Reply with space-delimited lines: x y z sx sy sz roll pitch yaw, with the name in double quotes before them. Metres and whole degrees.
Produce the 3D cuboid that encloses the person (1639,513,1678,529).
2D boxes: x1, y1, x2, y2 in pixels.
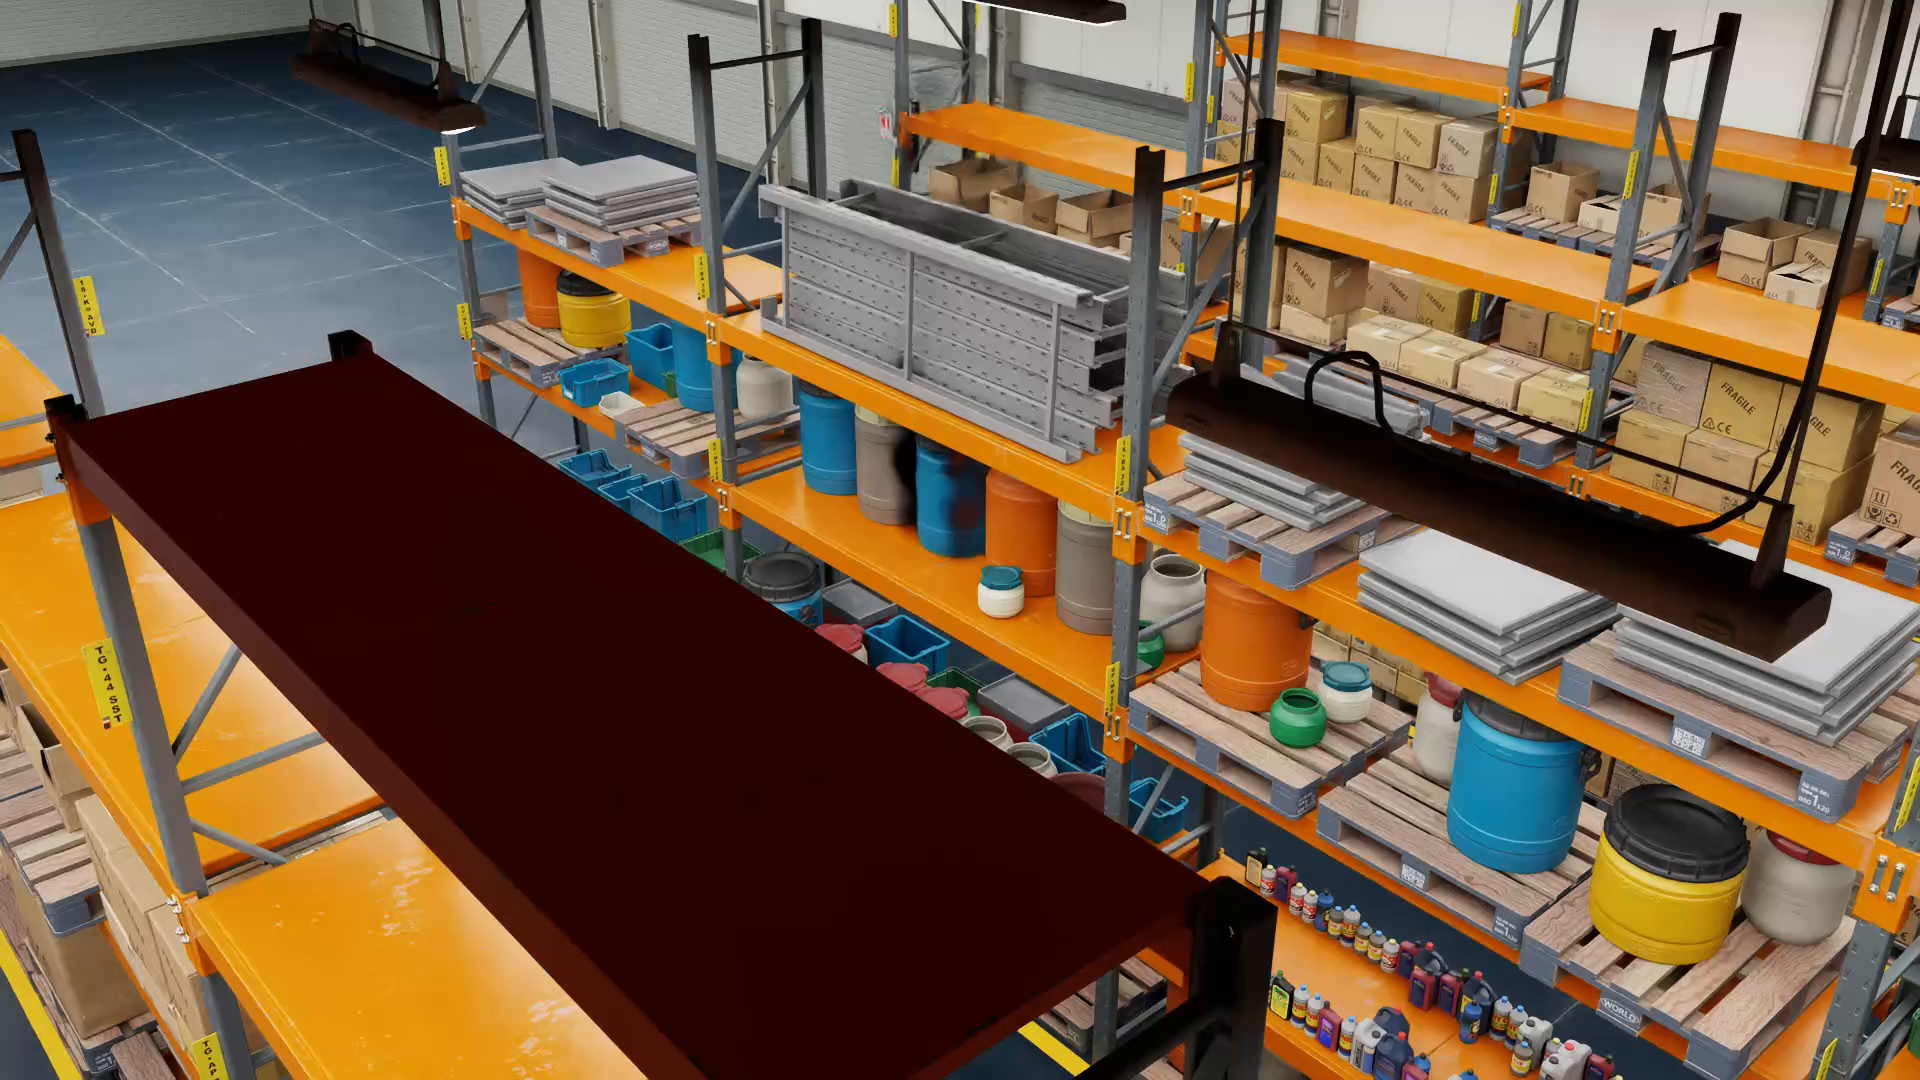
"person" 6.415 0.066 15.494 0.808 1.745 0.678 17 32 30
